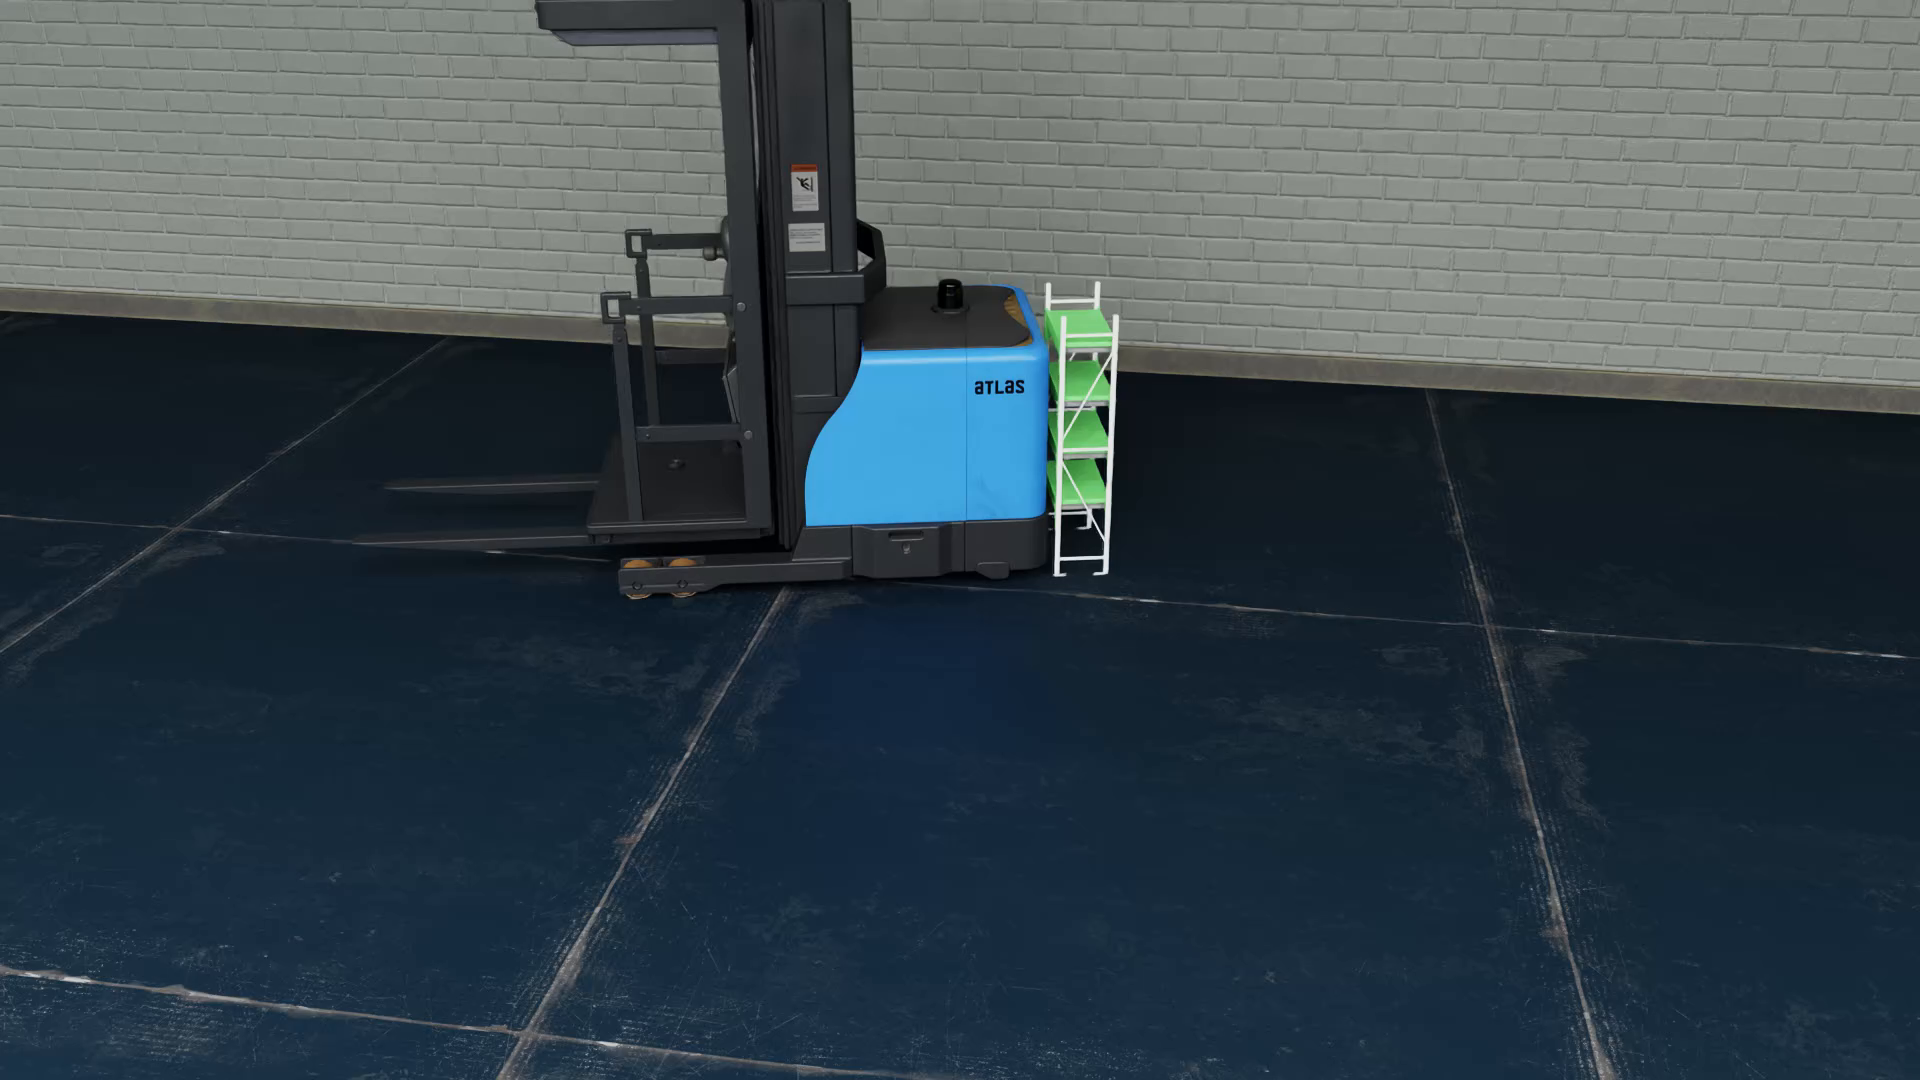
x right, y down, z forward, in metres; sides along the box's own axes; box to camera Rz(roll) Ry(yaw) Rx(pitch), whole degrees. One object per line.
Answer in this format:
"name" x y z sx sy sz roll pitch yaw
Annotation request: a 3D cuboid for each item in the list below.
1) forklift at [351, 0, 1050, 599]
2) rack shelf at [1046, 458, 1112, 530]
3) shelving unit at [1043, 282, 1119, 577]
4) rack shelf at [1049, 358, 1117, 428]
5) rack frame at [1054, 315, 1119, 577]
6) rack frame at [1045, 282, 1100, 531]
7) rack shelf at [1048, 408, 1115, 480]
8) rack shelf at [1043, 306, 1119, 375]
"forklift" -1.155 -1.305 7.081 3.031 2.935 1.130 -2 25 -4
"rack shelf" 0.520 -0.216 7.513 0.258 0.148 0.480 -2 25 -4
"shelving unit" 0.520 -0.491 7.384 0.258 1.200 0.503 -2 25 -4
"rack shelf" 0.520 -0.651 7.309 0.258 0.148 0.480 -2 25 -4
"rack frame" 0.540 -0.388 7.164 0.240 1.200 0.015 -2 25 -4
"rack frame" 0.499 -0.594 7.604 0.240 1.200 0.015 -2 25 -4
"rack shelf" 0.520 -0.433 7.411 0.258 0.148 0.480 -2 25 -4
"rack shelf" 0.520 -0.868 7.207 0.258 0.148 0.480 -2 25 -4
